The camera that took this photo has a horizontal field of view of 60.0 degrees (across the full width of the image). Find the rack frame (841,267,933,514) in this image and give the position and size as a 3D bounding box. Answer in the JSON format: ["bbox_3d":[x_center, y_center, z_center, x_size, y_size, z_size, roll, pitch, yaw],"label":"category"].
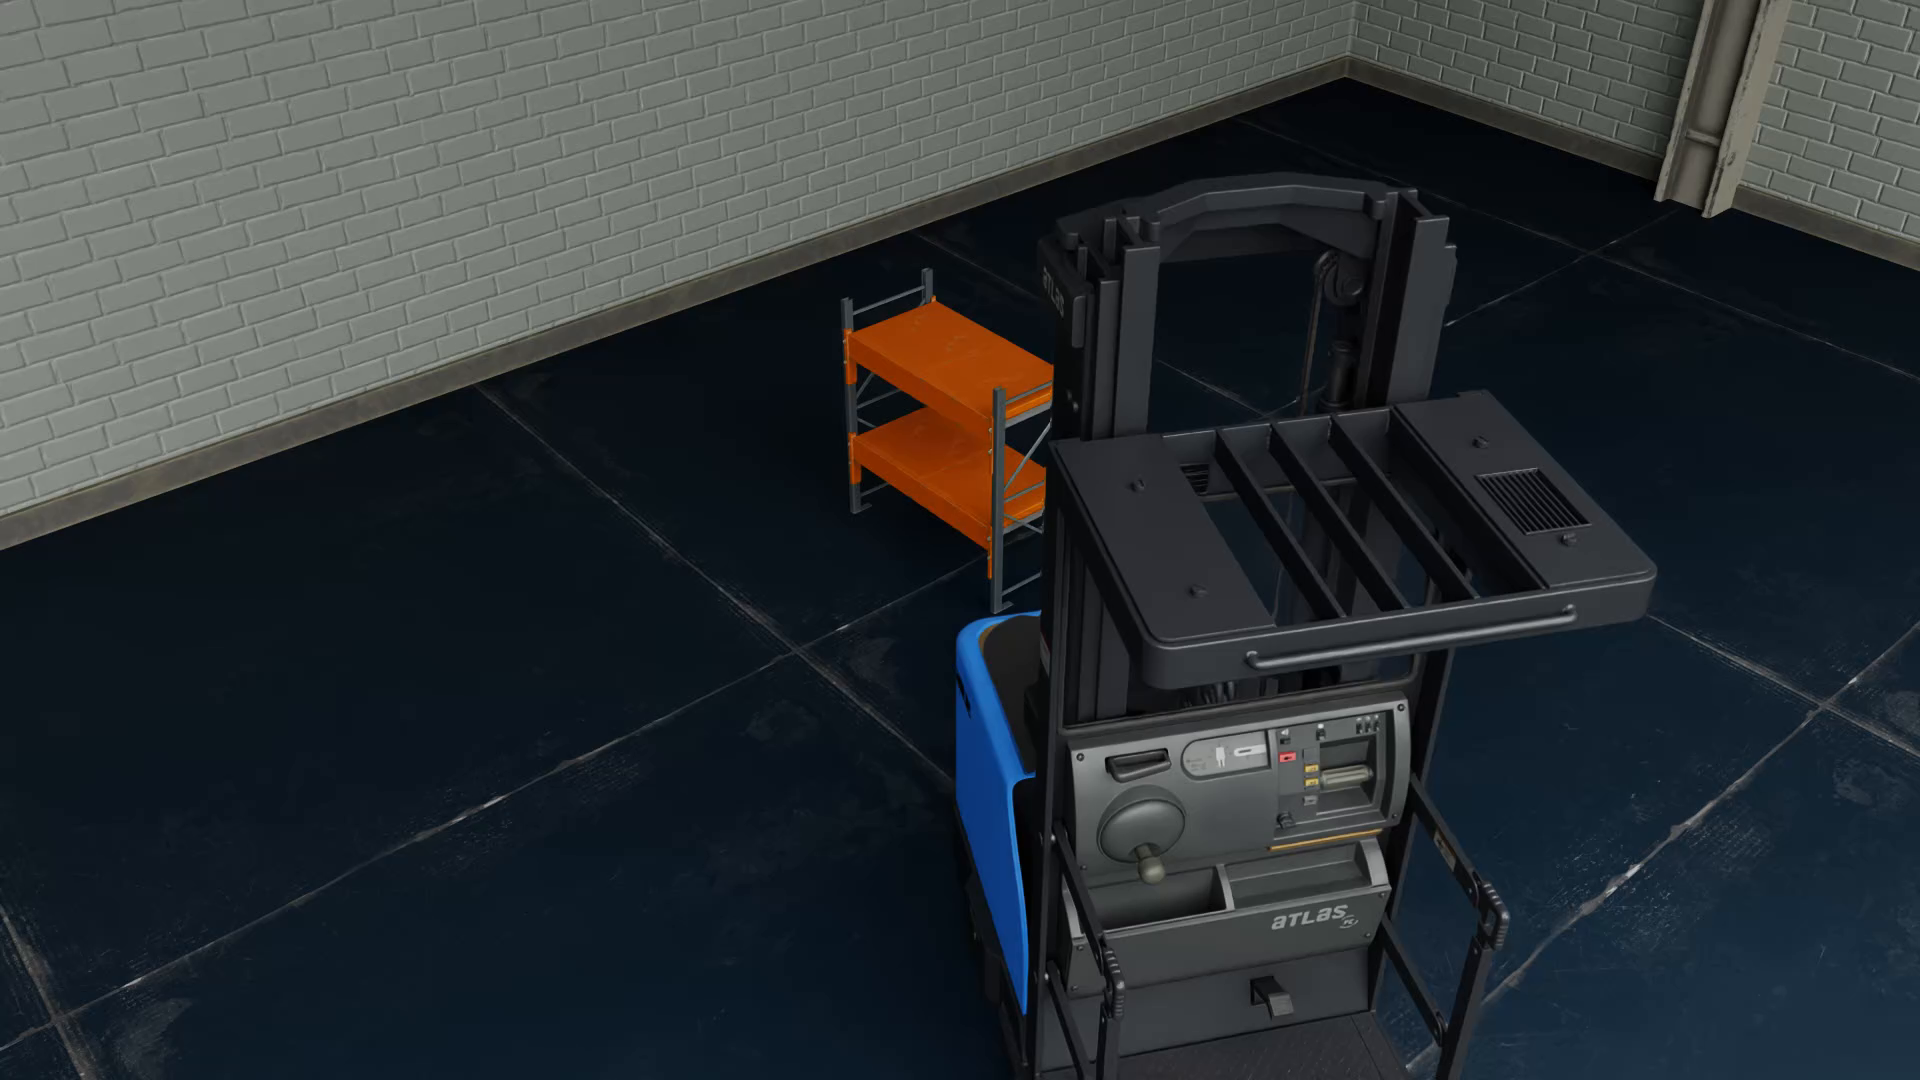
[{"bbox_3d":[-0.324,-0.681,7.738,0.500,1.125,0.032,-26,43,-32],"label":"rack frame"}]

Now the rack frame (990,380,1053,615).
[{"bbox_3d":[0.332,-0.232,7.104,0.500,1.125,0.032,-26,43,-32],"label":"rack frame"}]

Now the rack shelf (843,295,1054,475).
[{"bbox_3d":[0.004,-0.695,7.252,0.538,0.278,1.000,-26,43,-32],"label":"rack shelf"}]

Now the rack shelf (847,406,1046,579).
[{"bbox_3d":[0.004,-0.257,7.562,0.538,0.278,1.000,-26,43,-32],"label":"rack shelf"}]

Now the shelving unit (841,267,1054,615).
[{"bbox_3d":[0.004,-0.456,7.421,0.538,1.125,1.048,-26,43,-32],"label":"shelving unit"}]

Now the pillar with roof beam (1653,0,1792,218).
[{"bbox_3d":[1.500,-4.272,5.997,9.100,9.000,0.400,-26,43,-32],"label":"pillar with roof beam"}]

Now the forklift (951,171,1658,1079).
[{"bbox_3d":[0.791,0.718,4.200,1.130,2.935,3.031,-7,36,-10],"label":"forklift"}]
